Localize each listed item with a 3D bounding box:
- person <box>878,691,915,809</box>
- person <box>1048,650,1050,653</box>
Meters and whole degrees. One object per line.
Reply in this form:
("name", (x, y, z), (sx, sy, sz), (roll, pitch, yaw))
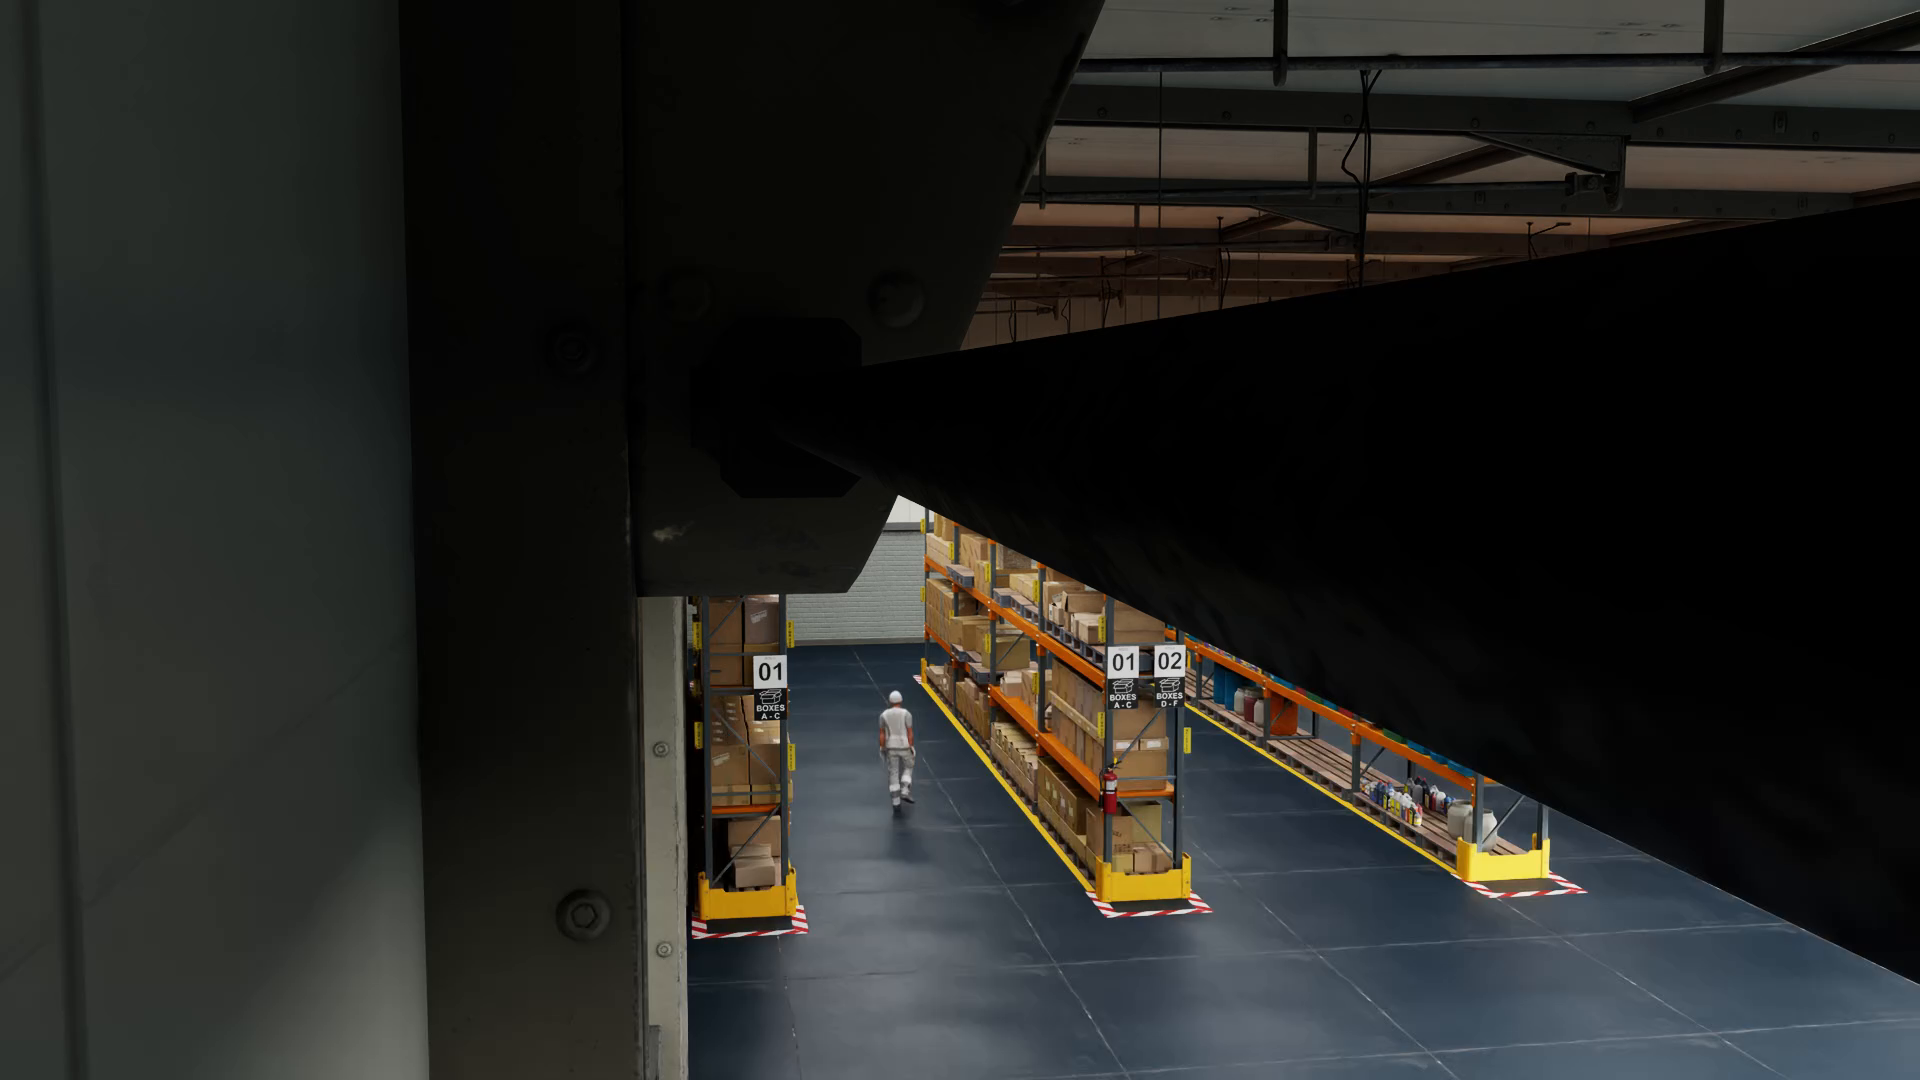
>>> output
("person", (-0.960, 3.191, 25.432), (0.574, 1.773, 0.494), (0, 5, 3))
("person", (2.156, 1.975, 40.497), (0.653, 1.603, 0.698), (0, 5, 2))
